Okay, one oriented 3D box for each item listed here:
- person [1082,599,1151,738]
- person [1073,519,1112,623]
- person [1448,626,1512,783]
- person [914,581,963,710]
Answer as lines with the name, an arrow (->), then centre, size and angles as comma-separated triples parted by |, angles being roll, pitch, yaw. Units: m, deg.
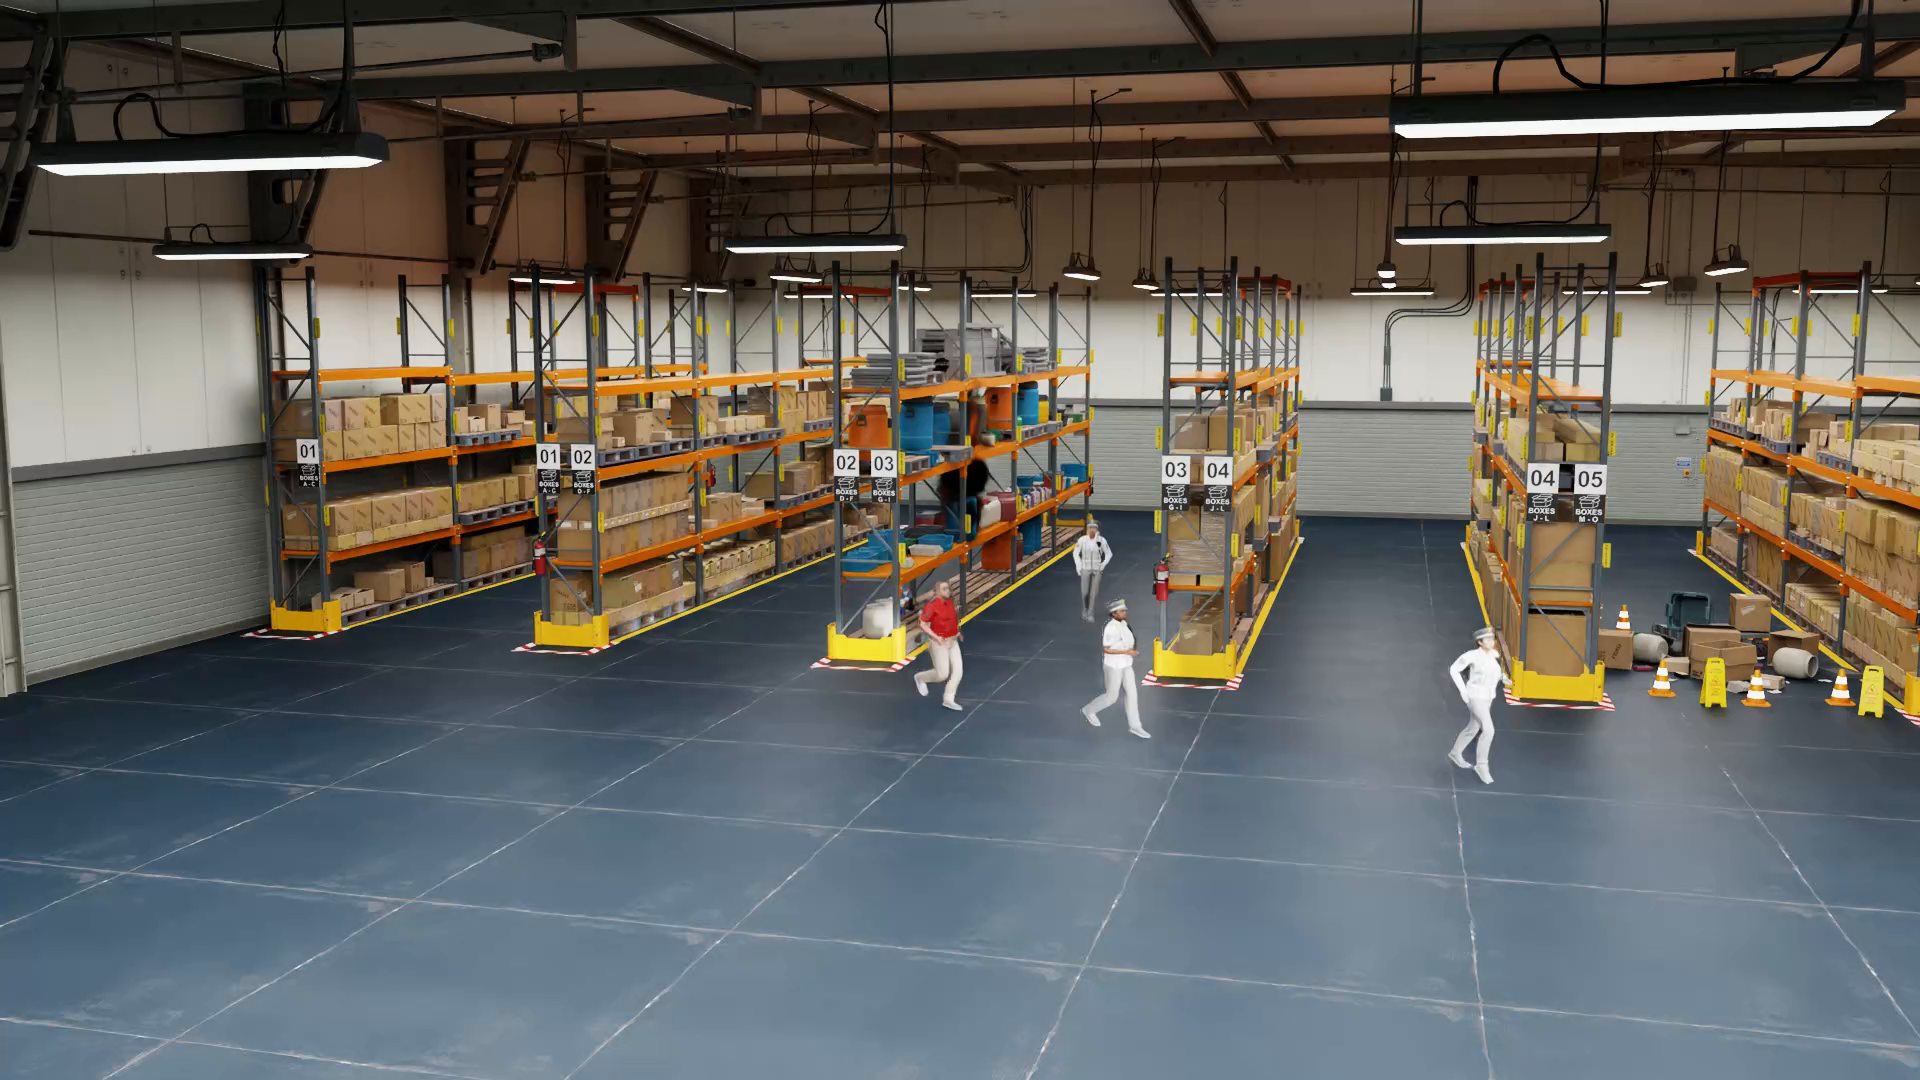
person -> 1.932, 1.563, 20.461 | 0.923, 1.694, 0.541 | 5, 9, 37
person -> 2.142, 0.490, 26.847 | 0.634, 1.677, 0.461 | 1, 7, 5
person -> 5.823, 1.811, 18.654 | 0.606, 1.744, 0.743 | -5, 9, -36
person -> -0.254, 1.386, 22.067 | 0.736, 1.697, 0.668 | 7, 10, 43
